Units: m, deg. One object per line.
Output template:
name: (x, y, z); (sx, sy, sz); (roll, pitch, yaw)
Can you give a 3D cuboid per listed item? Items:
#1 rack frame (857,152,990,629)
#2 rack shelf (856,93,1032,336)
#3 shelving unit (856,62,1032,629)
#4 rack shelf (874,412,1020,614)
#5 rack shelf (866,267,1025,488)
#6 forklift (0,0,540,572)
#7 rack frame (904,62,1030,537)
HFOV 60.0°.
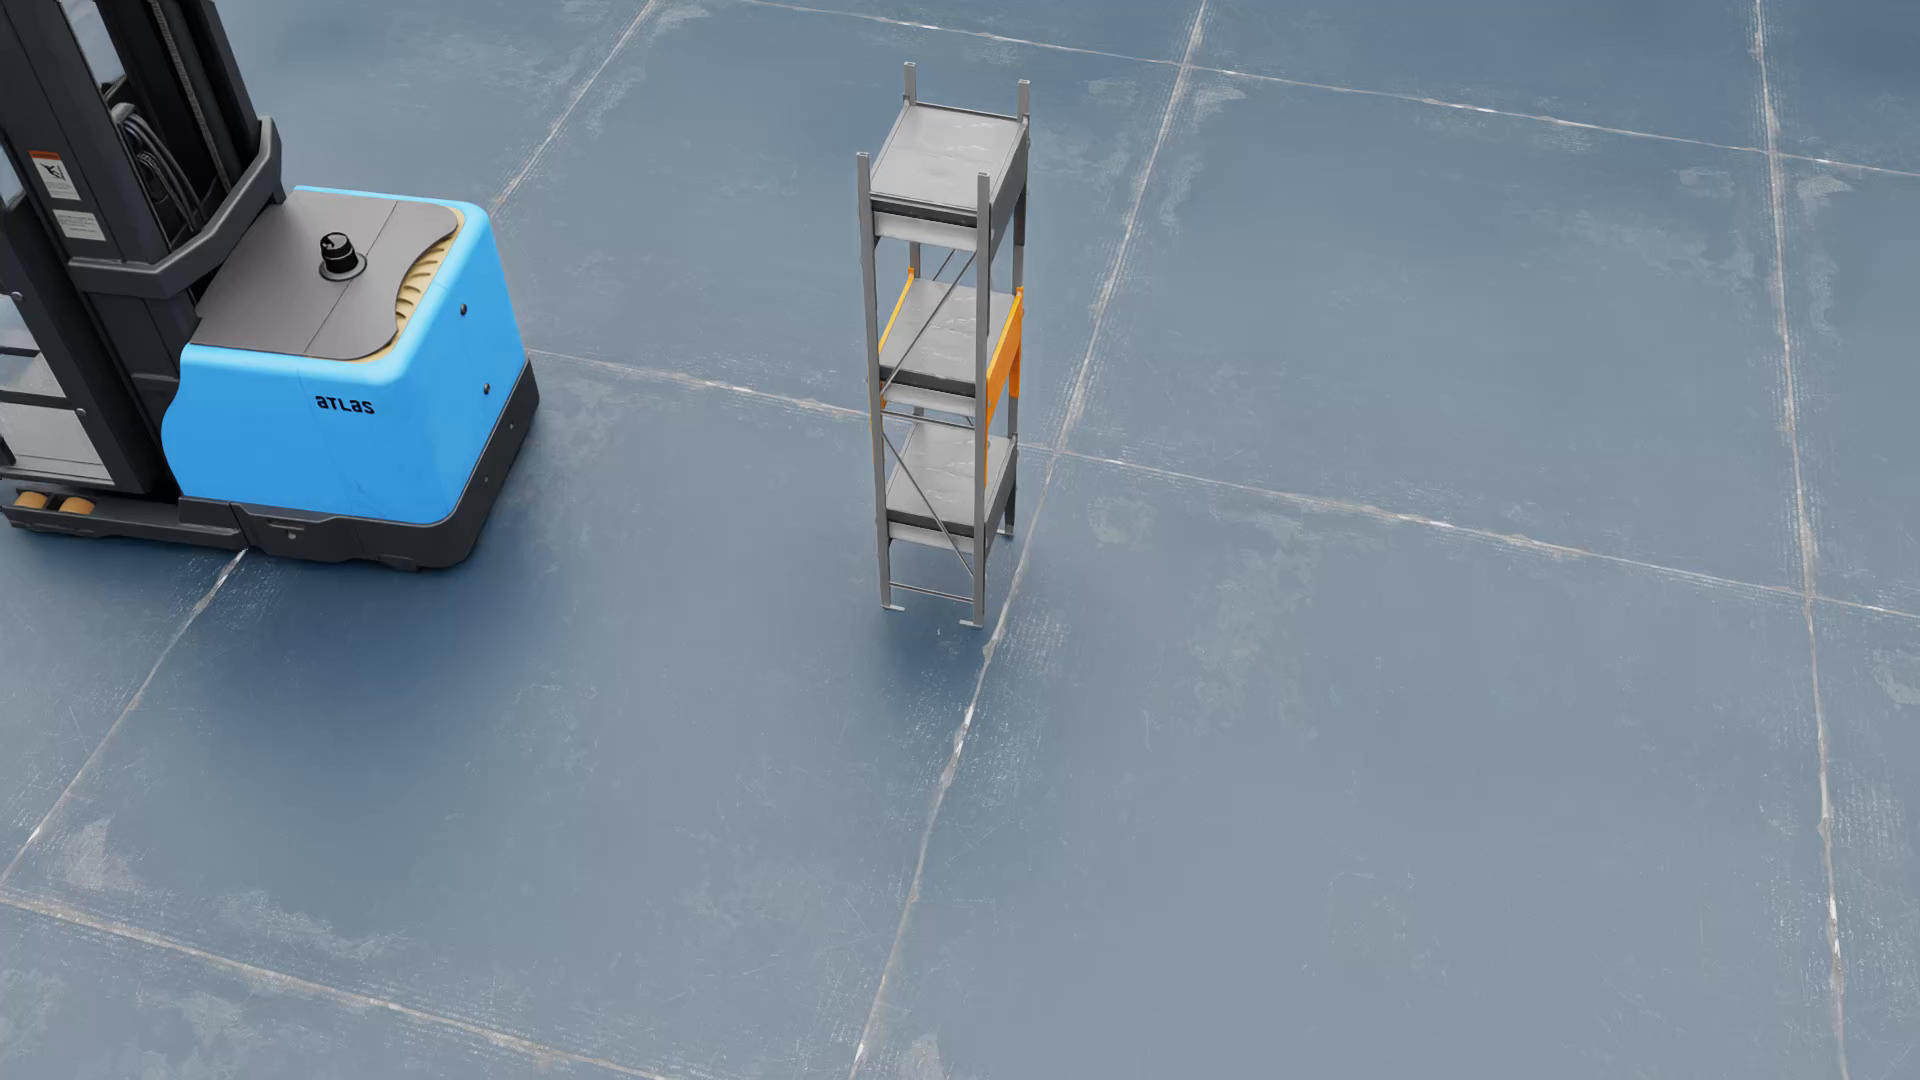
rack frame: (-0.108, -0.399, 5.620); (0.400, 2.100, 0.015); (12, 50, 10)
rack shelf: (-0.044, -1.029, 5.261); (0.431, 0.518, 0.480); (12, 50, 10)
shelving unit: (-0.044, -0.575, 5.776); (0.431, 2.100, 0.503); (12, 50, 10)
rack shelf: (-0.044, -0.103, 6.311); (0.431, 0.518, 0.480); (12, 50, 10)
rack shelf: (-0.044, -0.566, 5.786); (0.431, 0.518, 0.480); (12, 50, 10)
forklift: (-3.356, -1.367, 5.920); (3.031, 2.935, 1.130); (7, 49, 6)
rack frame: (0.021, -0.752, 5.932); (0.400, 2.100, 0.015); (12, 50, 10)
